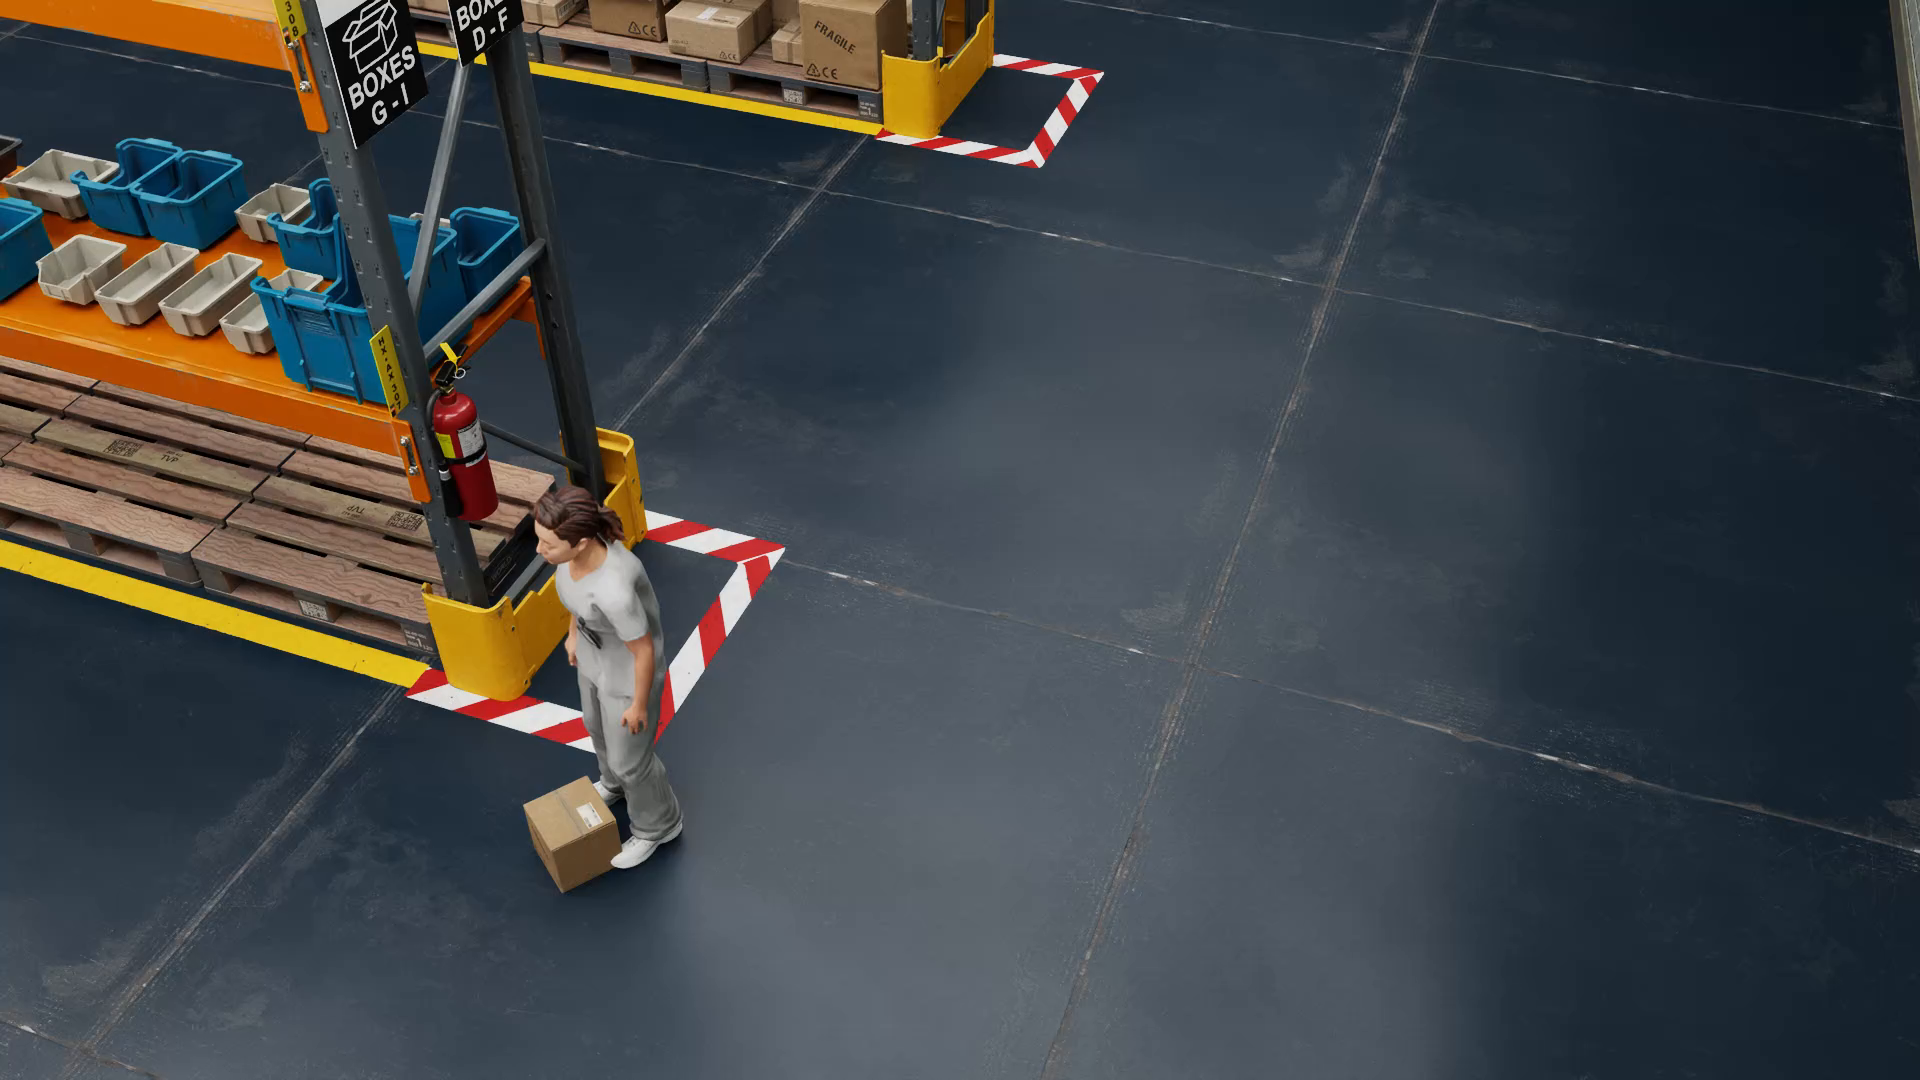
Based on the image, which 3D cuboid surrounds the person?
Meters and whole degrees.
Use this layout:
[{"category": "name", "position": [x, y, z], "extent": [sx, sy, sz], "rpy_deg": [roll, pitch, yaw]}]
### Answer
[{"category": "person", "position": [-1.193, 0.444, 5.662], "extent": [0.363, 1.672, 0.514], "rpy_deg": [-26, 48, -26]}]
